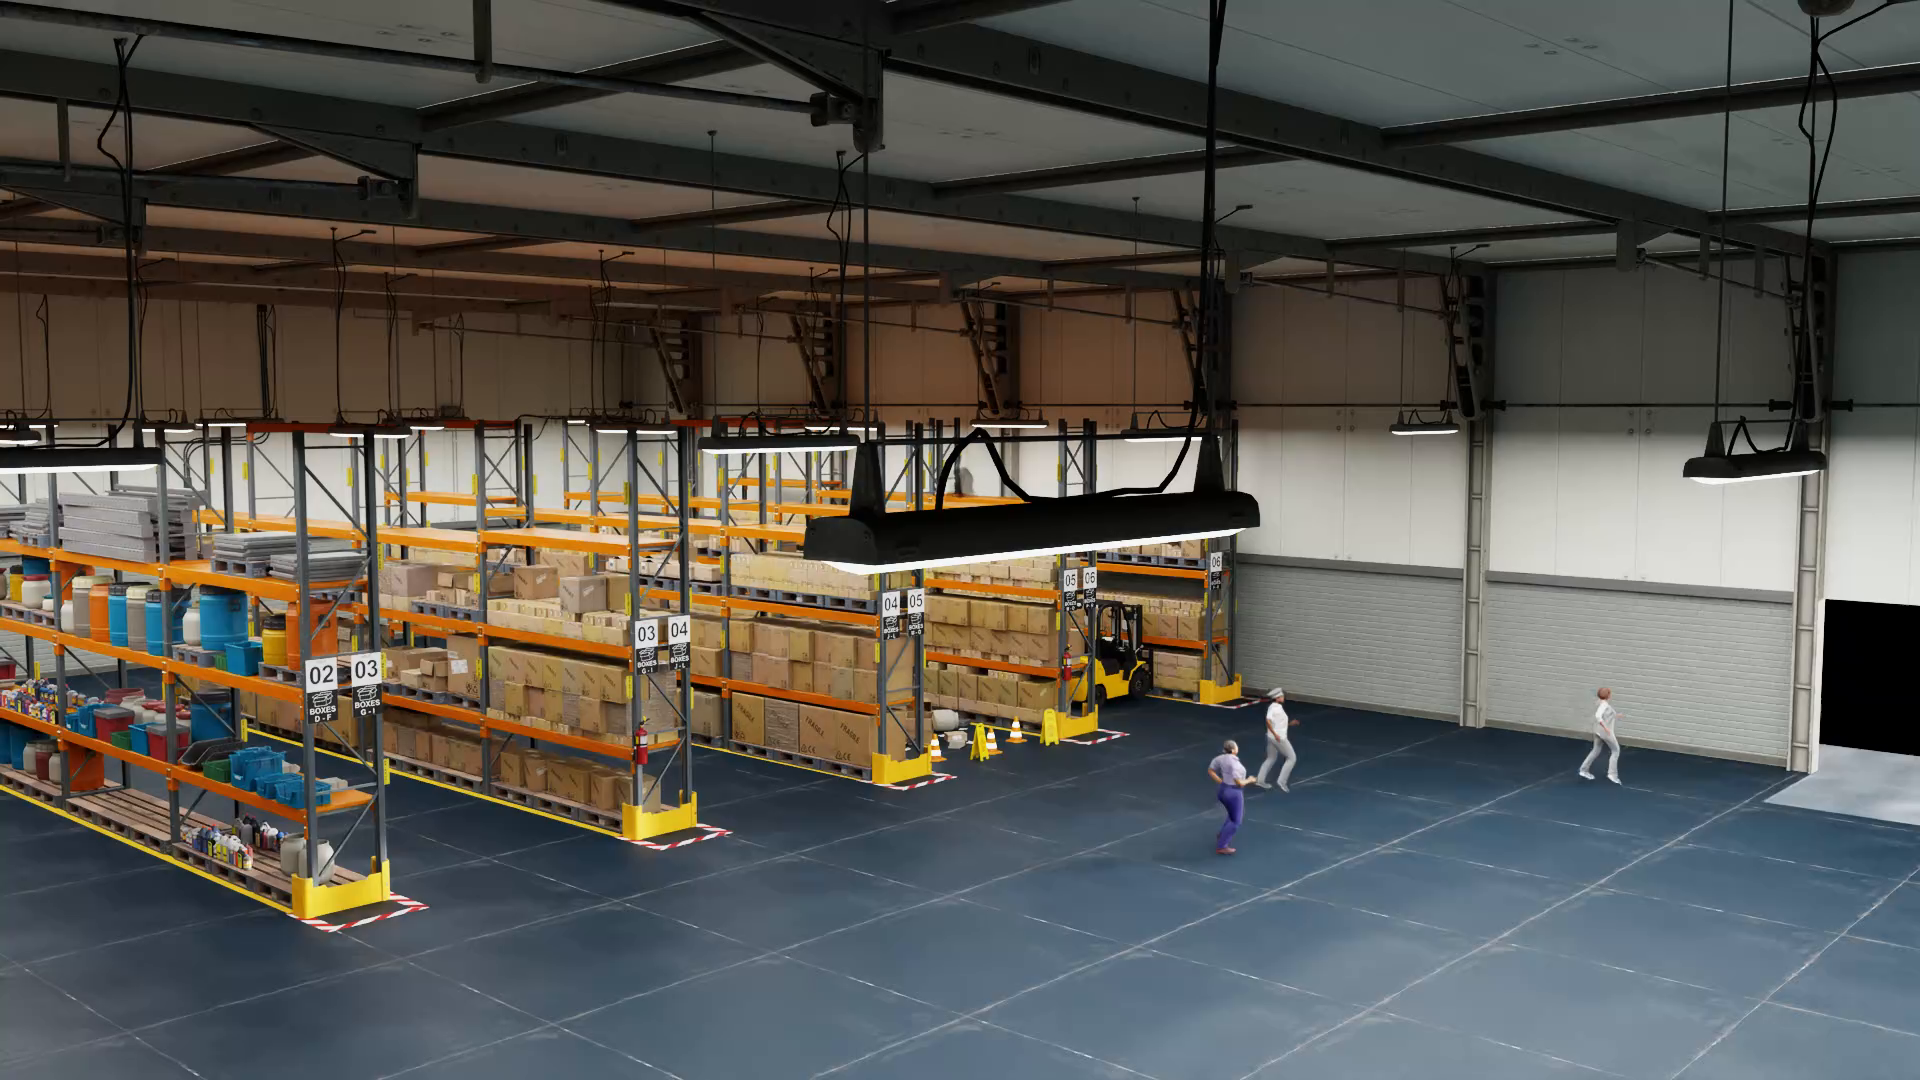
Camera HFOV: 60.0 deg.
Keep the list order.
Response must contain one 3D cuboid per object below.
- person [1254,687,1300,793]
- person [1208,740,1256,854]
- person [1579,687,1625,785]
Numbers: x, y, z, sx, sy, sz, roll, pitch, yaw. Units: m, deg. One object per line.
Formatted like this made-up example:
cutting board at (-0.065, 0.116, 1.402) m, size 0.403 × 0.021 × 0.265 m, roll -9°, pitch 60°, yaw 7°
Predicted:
person at (5.195, 3.276, 27.163) m, size 0.714 × 1.735 × 0.544 m, roll -1°, pitch 5°, yaw -7°
person at (3.861, 3.606, 23.441) m, size 0.590 × 1.627 × 0.589 m, roll -2°, pitch 5°, yaw -20°
person at (10.720, 3.375, 27.737) m, size 0.728 × 1.419 × 0.507 m, roll 0°, pitch 5°, yaw -6°
